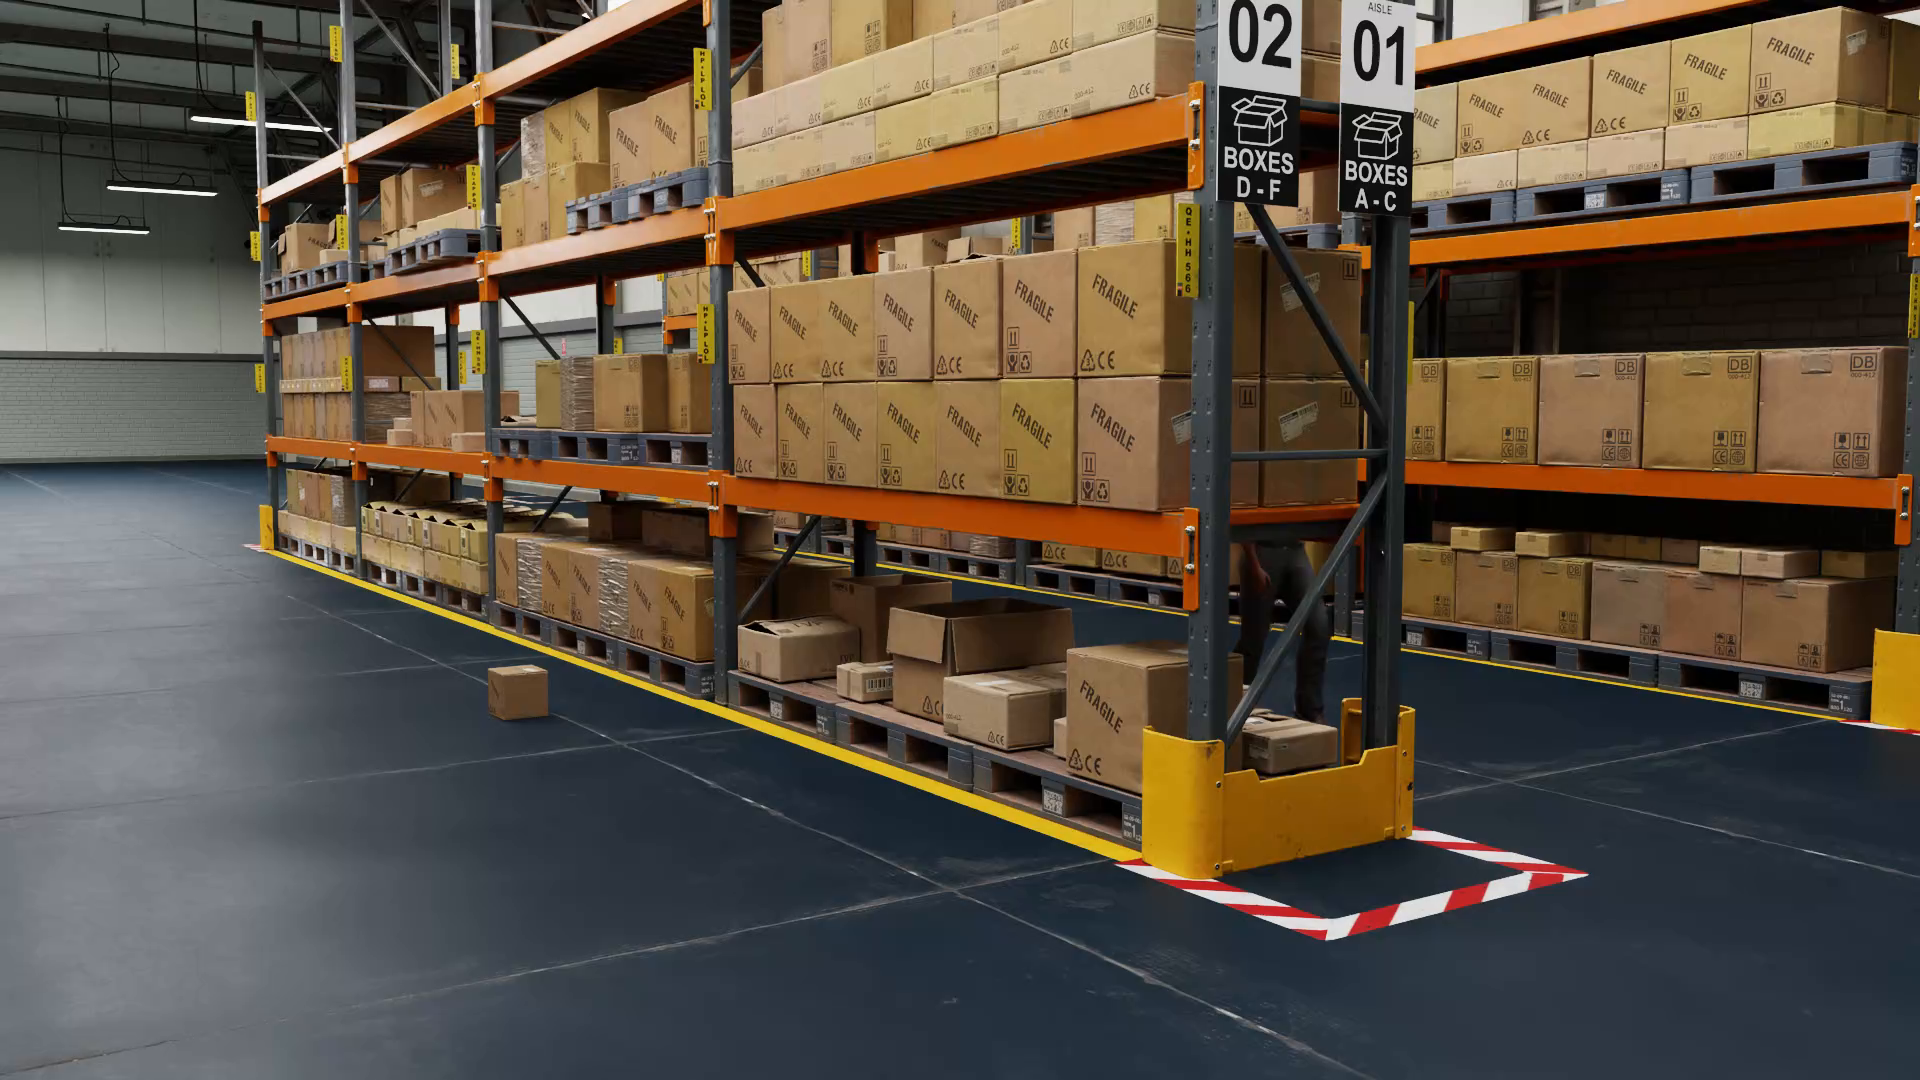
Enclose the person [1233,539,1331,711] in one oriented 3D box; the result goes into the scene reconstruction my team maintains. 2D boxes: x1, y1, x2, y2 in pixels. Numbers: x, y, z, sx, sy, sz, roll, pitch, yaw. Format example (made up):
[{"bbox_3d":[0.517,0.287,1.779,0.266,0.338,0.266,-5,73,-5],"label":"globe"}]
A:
[{"bbox_3d":[1.646,0.096,8.695,0.485,1.558,0.530,-3,5,-29],"label":"person"}]
